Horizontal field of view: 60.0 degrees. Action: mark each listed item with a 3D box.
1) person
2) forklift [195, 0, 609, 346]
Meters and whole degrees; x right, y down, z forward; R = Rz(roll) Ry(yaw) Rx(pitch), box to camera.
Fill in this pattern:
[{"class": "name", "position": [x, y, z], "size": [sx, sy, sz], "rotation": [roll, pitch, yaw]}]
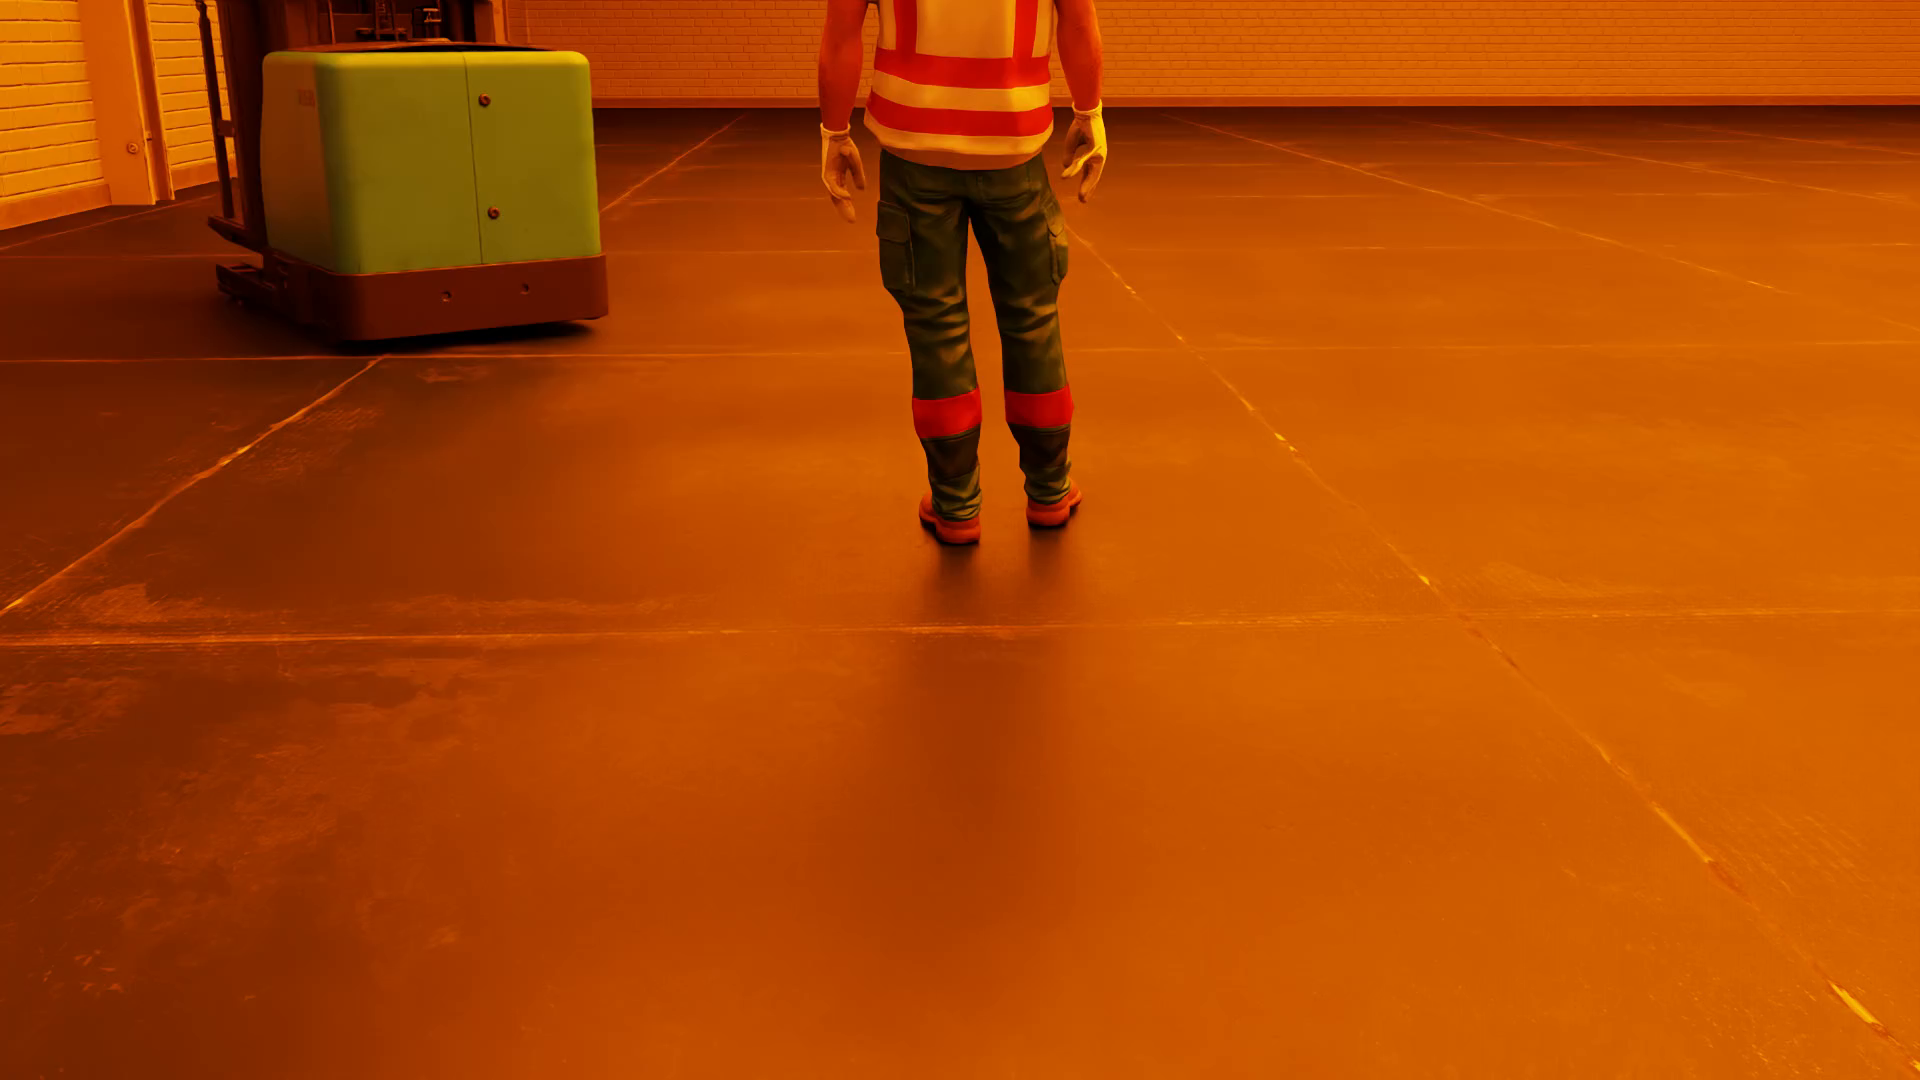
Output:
[{"class": "person", "position": [0.008, -0.886, 3.732], "size": [0.637, 1.790, 0.562], "rotation": [-1, 17, -3]}, {"class": "forklift", "position": [-2.655, -2.493, 7.055], "size": [1.130, 2.935, 3.031], "rotation": [-12, 21, -34]}]
